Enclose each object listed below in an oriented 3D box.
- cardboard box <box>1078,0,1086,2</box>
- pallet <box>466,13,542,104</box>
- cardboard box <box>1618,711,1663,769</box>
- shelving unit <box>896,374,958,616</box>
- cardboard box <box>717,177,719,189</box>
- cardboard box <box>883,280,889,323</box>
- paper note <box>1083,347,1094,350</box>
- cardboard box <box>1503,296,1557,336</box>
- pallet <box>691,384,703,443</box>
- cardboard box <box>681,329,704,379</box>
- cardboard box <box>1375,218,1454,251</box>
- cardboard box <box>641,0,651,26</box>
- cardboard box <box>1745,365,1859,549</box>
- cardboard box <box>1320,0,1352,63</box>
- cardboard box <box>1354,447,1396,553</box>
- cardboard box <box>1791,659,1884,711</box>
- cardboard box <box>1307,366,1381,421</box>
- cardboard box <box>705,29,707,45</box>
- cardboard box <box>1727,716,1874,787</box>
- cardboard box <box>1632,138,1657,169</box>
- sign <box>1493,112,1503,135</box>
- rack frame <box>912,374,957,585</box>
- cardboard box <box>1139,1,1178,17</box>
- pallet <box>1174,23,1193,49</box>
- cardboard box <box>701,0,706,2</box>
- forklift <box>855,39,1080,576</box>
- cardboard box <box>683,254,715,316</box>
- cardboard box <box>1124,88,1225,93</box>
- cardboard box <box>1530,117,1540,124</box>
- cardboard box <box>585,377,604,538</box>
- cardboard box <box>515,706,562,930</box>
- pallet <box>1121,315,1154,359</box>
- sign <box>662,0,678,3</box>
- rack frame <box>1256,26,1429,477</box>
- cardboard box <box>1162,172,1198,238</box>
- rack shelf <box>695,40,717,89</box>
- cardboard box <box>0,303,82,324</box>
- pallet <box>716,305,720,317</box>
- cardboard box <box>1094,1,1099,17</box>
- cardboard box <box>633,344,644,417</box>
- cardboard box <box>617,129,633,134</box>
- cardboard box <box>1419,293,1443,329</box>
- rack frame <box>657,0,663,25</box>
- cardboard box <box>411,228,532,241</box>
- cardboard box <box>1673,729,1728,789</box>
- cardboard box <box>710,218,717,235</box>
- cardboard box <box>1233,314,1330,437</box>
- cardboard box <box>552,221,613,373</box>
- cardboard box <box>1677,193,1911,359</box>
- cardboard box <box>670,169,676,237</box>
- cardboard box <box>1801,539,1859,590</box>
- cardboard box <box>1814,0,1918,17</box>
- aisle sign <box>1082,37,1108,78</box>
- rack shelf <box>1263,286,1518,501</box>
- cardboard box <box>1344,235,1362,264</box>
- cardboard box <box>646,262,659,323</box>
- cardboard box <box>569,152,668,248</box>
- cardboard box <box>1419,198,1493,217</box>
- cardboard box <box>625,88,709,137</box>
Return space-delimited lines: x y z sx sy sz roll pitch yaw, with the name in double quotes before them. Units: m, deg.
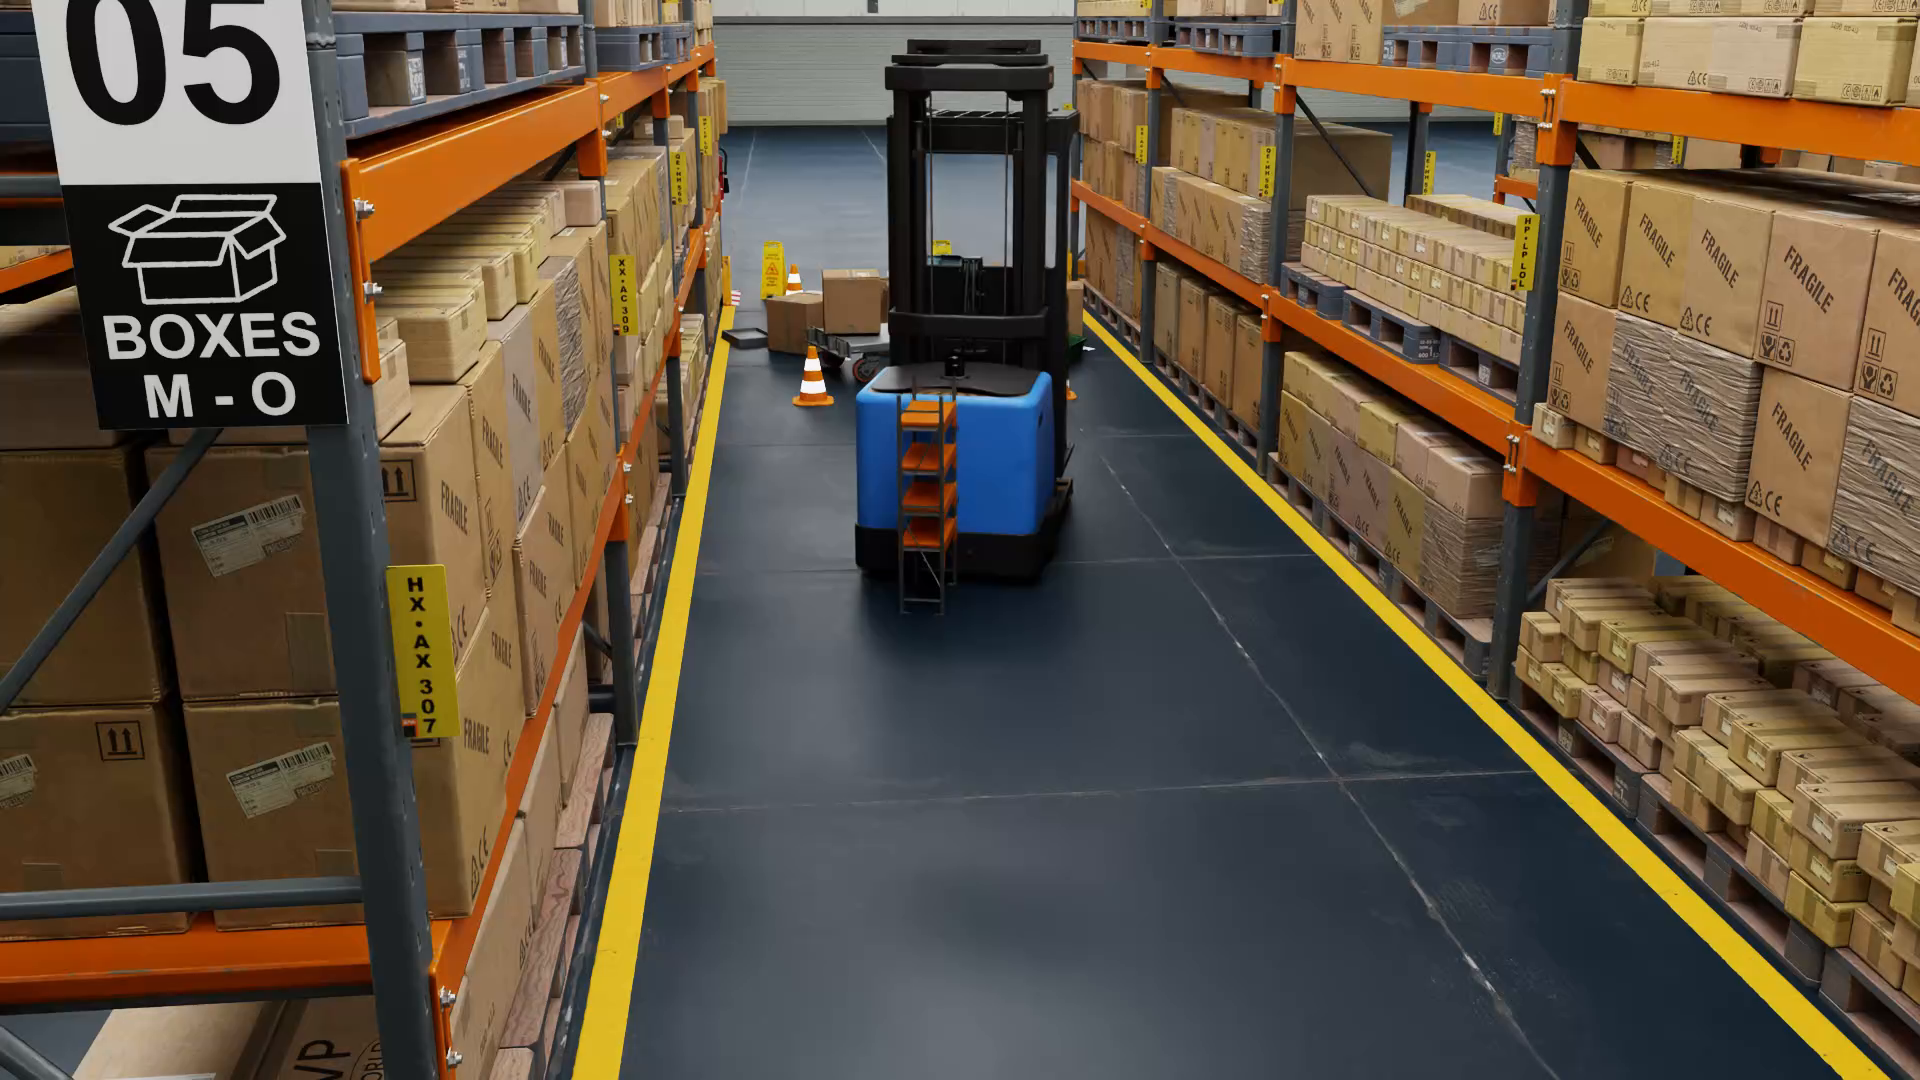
"cardboard box" 1.553 -5.881 17.781 0.500 0.250 0.500 -2 18 -6
"pallet" -1.721 -1.307 4.474 1.003 0.211 1.213 -2 18 -6
"cardboard box" 2.894 0.796 6.693 0.380 0.149 0.250 -2 18 -7
"shelving unit" -0.172 -0.246 8.942 0.258 1.200 0.503 2 19 7
"cardboard box" -2.767 -3.804 17.705 0.380 0.149 0.250 -2 18 -6
"cardboard box" -0.351 -2.251 16.280 0.797 0.637 0.503 -2 18 -6
"paper note" 1.201 -1.848 16.011 0.142 0.020 0.147 16 24 42
"cardboard box" 2.758 -1.043 7.714 0.380 0.149 0.250 -1 17 -4
"pallet" -2.532 -0.982 12.953 1.003 0.211 1.213 -2 18 -6
"cardboard box" -2.608 -1.485 13.586 0.950 0.372 0.625 -1 17 -2
"cardboard box" 2.575 -1.729 9.402 0.380 0.149 0.250 -1 17 -4
"cardboard box" -1.860 -2.880 8.467 0.500 0.500 0.500 -2 18 -5
"cardboard box" 2.955 -0.285 5.415 0.500 0.500 0.500 -1 17 -3
"cardboard box" 2.436 -3.052 9.715 0.500 0.500 0.500 -2 18 -6
"cardboard box" 2.568 -0.235 9.389 0.500 0.500 0.500 -2 18 -7
"cardboard box" 3.459 0.572 6.412 0.380 0.149 0.250 -3 18 -8
"cardboard box" 2.466 -0.902 10.261 0.500 0.250 0.500 -2 18 -6
"cardboard box" -2.637 -4.858 16.054 0.380 0.149 0.250 -2 18 -6
"cardboard box" 2.961 0.743 5.868 0.380 0.149 0.250 -2 18 -5
"cardboard box" 7.113 -3.691 16.261 0.875 0.500 0.500 -2 18 -6
"sign" 6.162 -4.803 19.022 0.100 0.325 0.005 -2 18 -6
"rack frame" -0.139 -0.323 9.172 0.240 1.200 0.015 2 19 7
"cardboard box" 1.815 -4.750 14.842 0.380 0.149 0.250 -2 18 -6
"pallet" 2.314 -4.160 13.732 0.805 0.209 1.217 -2 18 -8
"cardboard box" -2.635 -5.245 15.955 0.380 0.149 0.250 -1 17 -4
"forklift" 0.148 -1.595 10.364 1.130 2.935 3.031 3 18 9
"cardboard box" -2.535 -2.339 15.258 0.500 0.500 0.500 -1 17 -3
"cardboard box" 2.075 -4.115 16.223 0.875 0.550 0.550 -2 18 -6
"cardboard box" 6.532 -4.752 17.972 0.500 0.500 0.500 -2 18 -6
"cardboard box" -1.557 -0.290 5.925 0.500 0.500 0.500 -2 18 -7
"cardboard box" -1.867 0.954 5.707 0.875 0.438 0.875 -2 18 -7
"pallet" 2.170 -1.990 16.164 1.003 0.211 1.213 -2 18 -6
"sign" -1.777 -3.447 10.147 0.100 0.325 0.005 -2 18 -6
"rack frame" 2.583 -1.900 11.221 1.000 3.000 0.127 -2 18 -6
"cardboard box" 2.010 -2.824 13.998 0.500 0.500 0.500 -2 18 -5
"rack shelf" -2.949 -4.593 15.991 1.077 0.370 4.000 -2 18 -6
"cardboard box" -1.902 -0.418 3.581 0.380 0.149 0.250 -2 18 -6
"pallet" -3.099 -2.504 17.802 1.003 0.211 1.213 -2 18 -6
"cardboard box" 1.579 -5.430 17.009 0.380 0.149 0.250 -2 18 -5
"cardboard box" -1.755 -0.747 7.799 0.500 0.250 0.500 -2 18 -7
"cardboard box" -2.979 -3.150 13.839 0.500 0.500 0.500 -1 17 -4
"cardboard box" 2.647 -1.210 8.742 0.380 0.149 0.250 -3 18 -8
"rack frame" -2.330 -4.579 9.740 1.000 3.000 0.127 -2 18 -6
"cardboard box" -1.460 -0.822 4.868 0.380 0.149 0.250 -2 18 -6
"cardboard box" 2.884 0.812 6.145 0.380 0.149 0.250 -2 18 -6
"cardboard box" -2.660 -3.165 16.804 0.380 0.149 0.250 -1 17 -3
"cardboard box" 2.610 -1.211 12.082 1.050 0.750 0.750 -2 18 -6
"cardboard box" -1.594 -0.918 6.257 0.500 0.500 0.500 -2 18 -6
"cardboard box" 2.890 -0.928 5.792 0.500 0.500 0.500 -1 17 -5
"cardboard box" -2.146 -2.248 10.966 0.500 0.500 0.500 -2 18 -7
"cardboard box" 3.005 0.050 5.430 0.380 0.149 0.250 -1 17 -5
"cardboard box" 2.963 -1.700 4.991 0.500 0.250 0.500 -3 18 -8
"aisle sign" 1.452 -5.536 18.462 0.394 0.787 0.004 -2 18 -6
"rack shelf" 2.789 -0.961 9.431 1.077 0.370 4.000 -2 18 -6
"cardboard box" 2.521 -1.737 9.924 0.380 0.149 0.250 -2 18 -5
"cardboard box" -1.844 -1.288 8.689 0.500 0.250 0.500 -2 18 -7
"cardboard box" -1.955 -1.943 9.523 0.500 0.500 0.500 -1 17 -5
"cardboard box" 3.113 -2.058 10.449 0.380 0.149 0.250 -2 18 -6
"cardboard box" -2.572 -3.713 14.664 0.700 0.500 0.500 -2 18 -6
